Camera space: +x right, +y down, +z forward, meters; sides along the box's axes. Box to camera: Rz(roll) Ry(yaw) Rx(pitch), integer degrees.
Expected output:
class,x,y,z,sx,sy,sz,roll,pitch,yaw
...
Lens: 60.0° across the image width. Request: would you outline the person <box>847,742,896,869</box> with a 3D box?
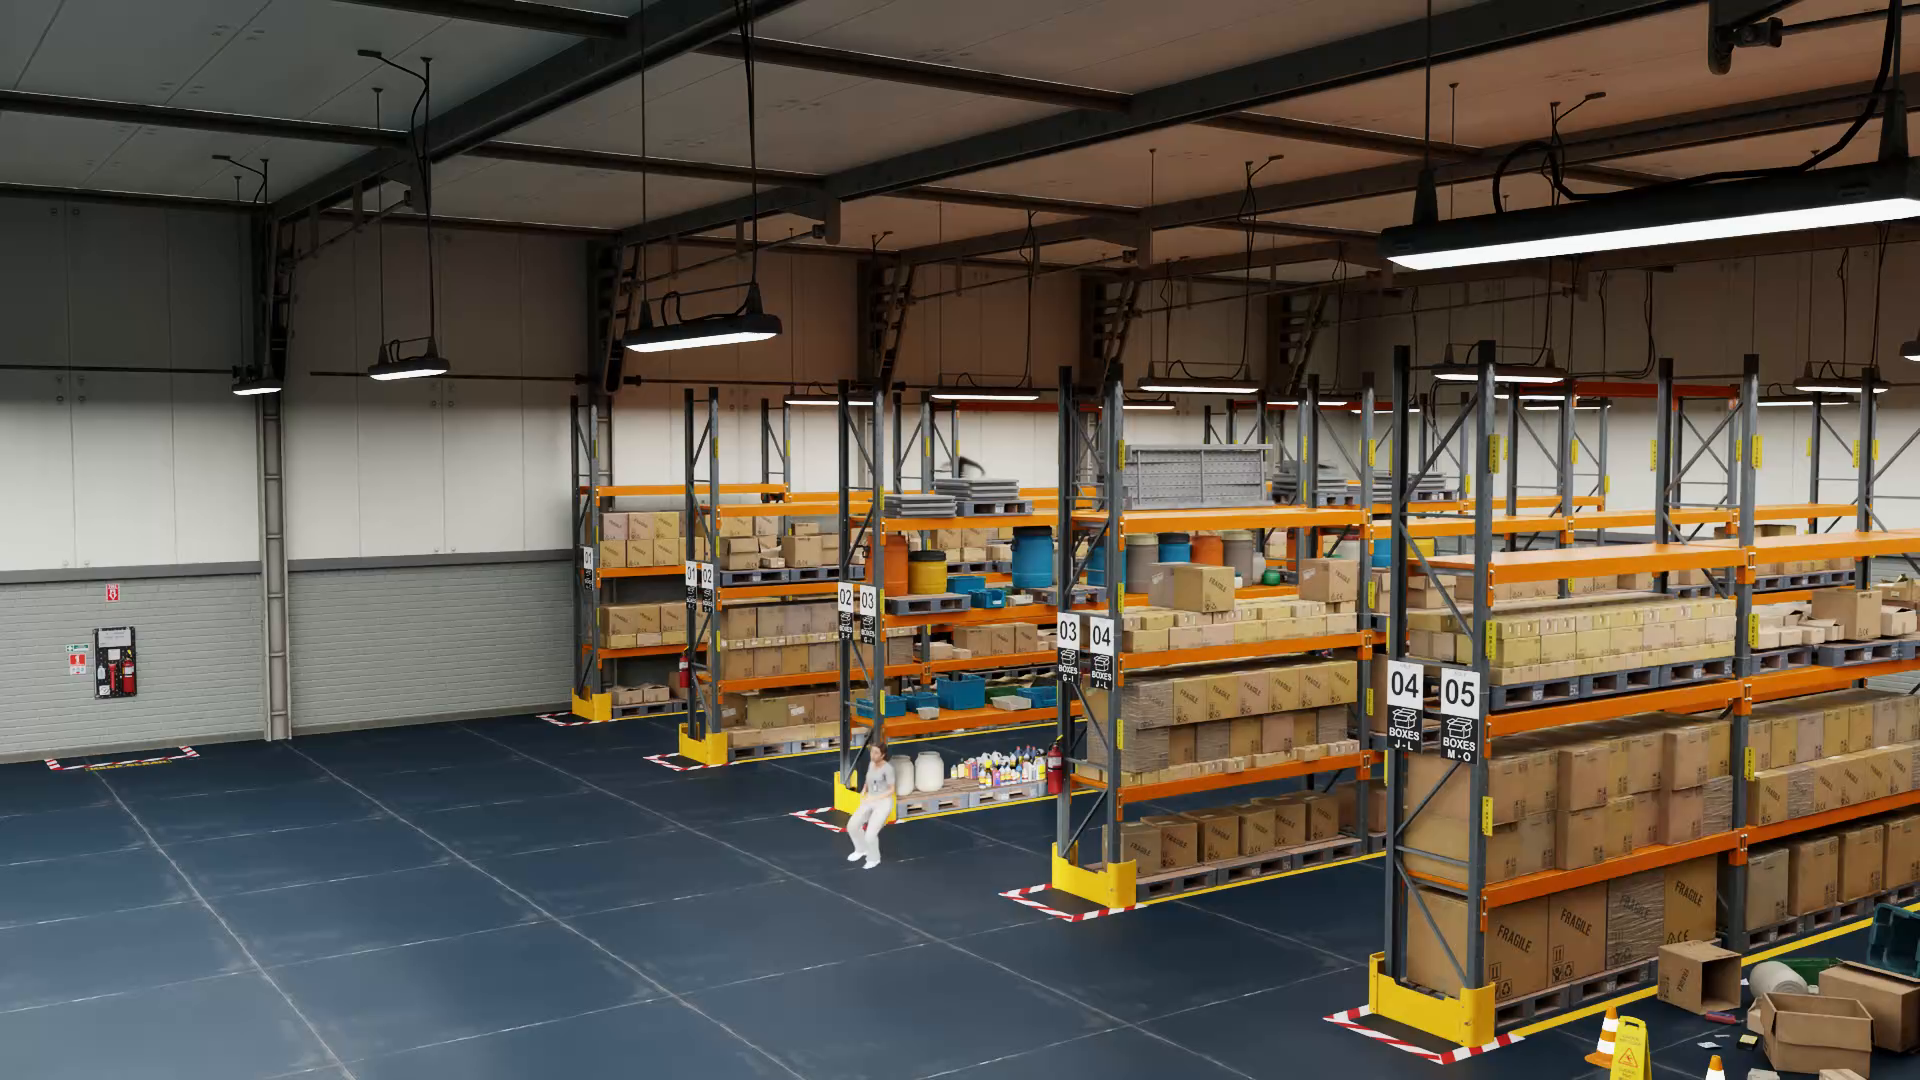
class,x,y,z,sx,sy,sz,roll,pitch,yaw
person,-1.074,3.197,19.975,0.760,1.595,0.585,3,4,37
